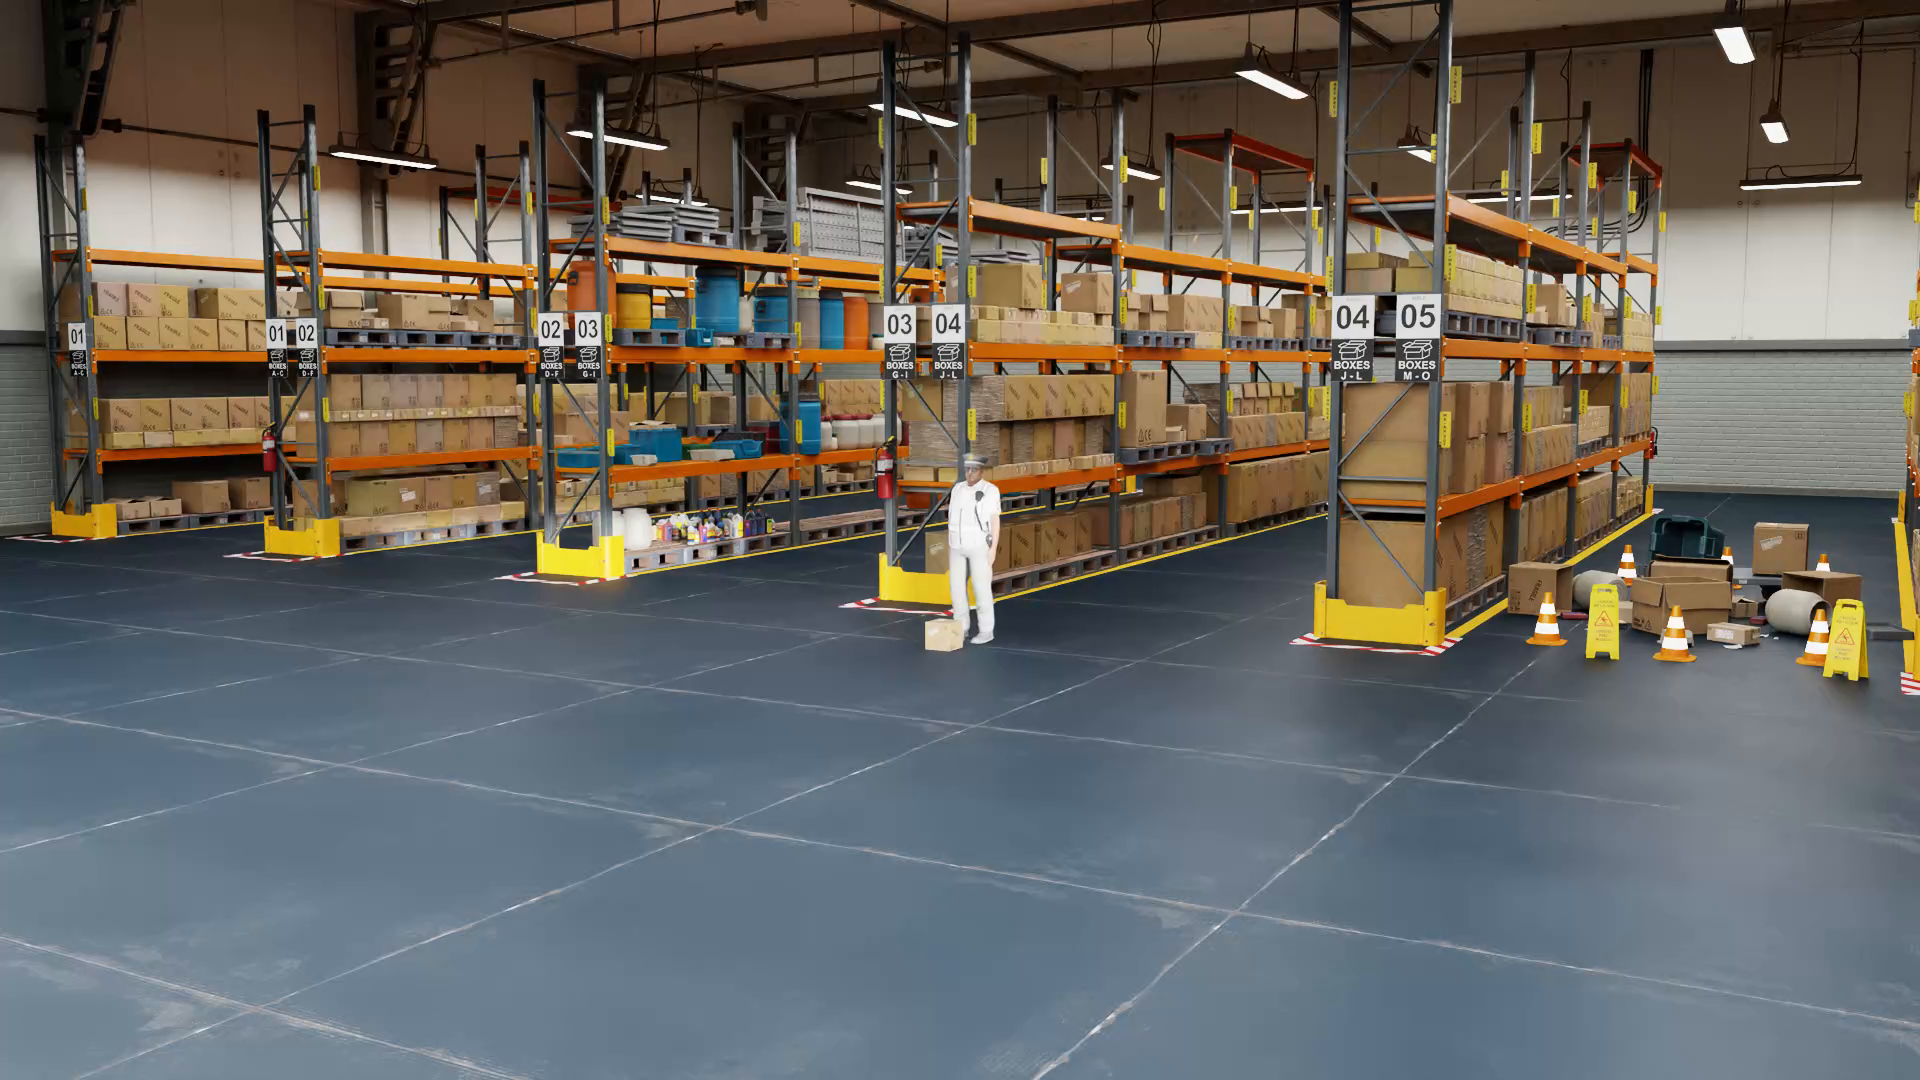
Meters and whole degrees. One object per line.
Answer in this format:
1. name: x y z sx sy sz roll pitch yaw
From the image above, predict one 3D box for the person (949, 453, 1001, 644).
1. person: 0.115 0.075 15.411 0.527 1.767 0.393 3 7 30
